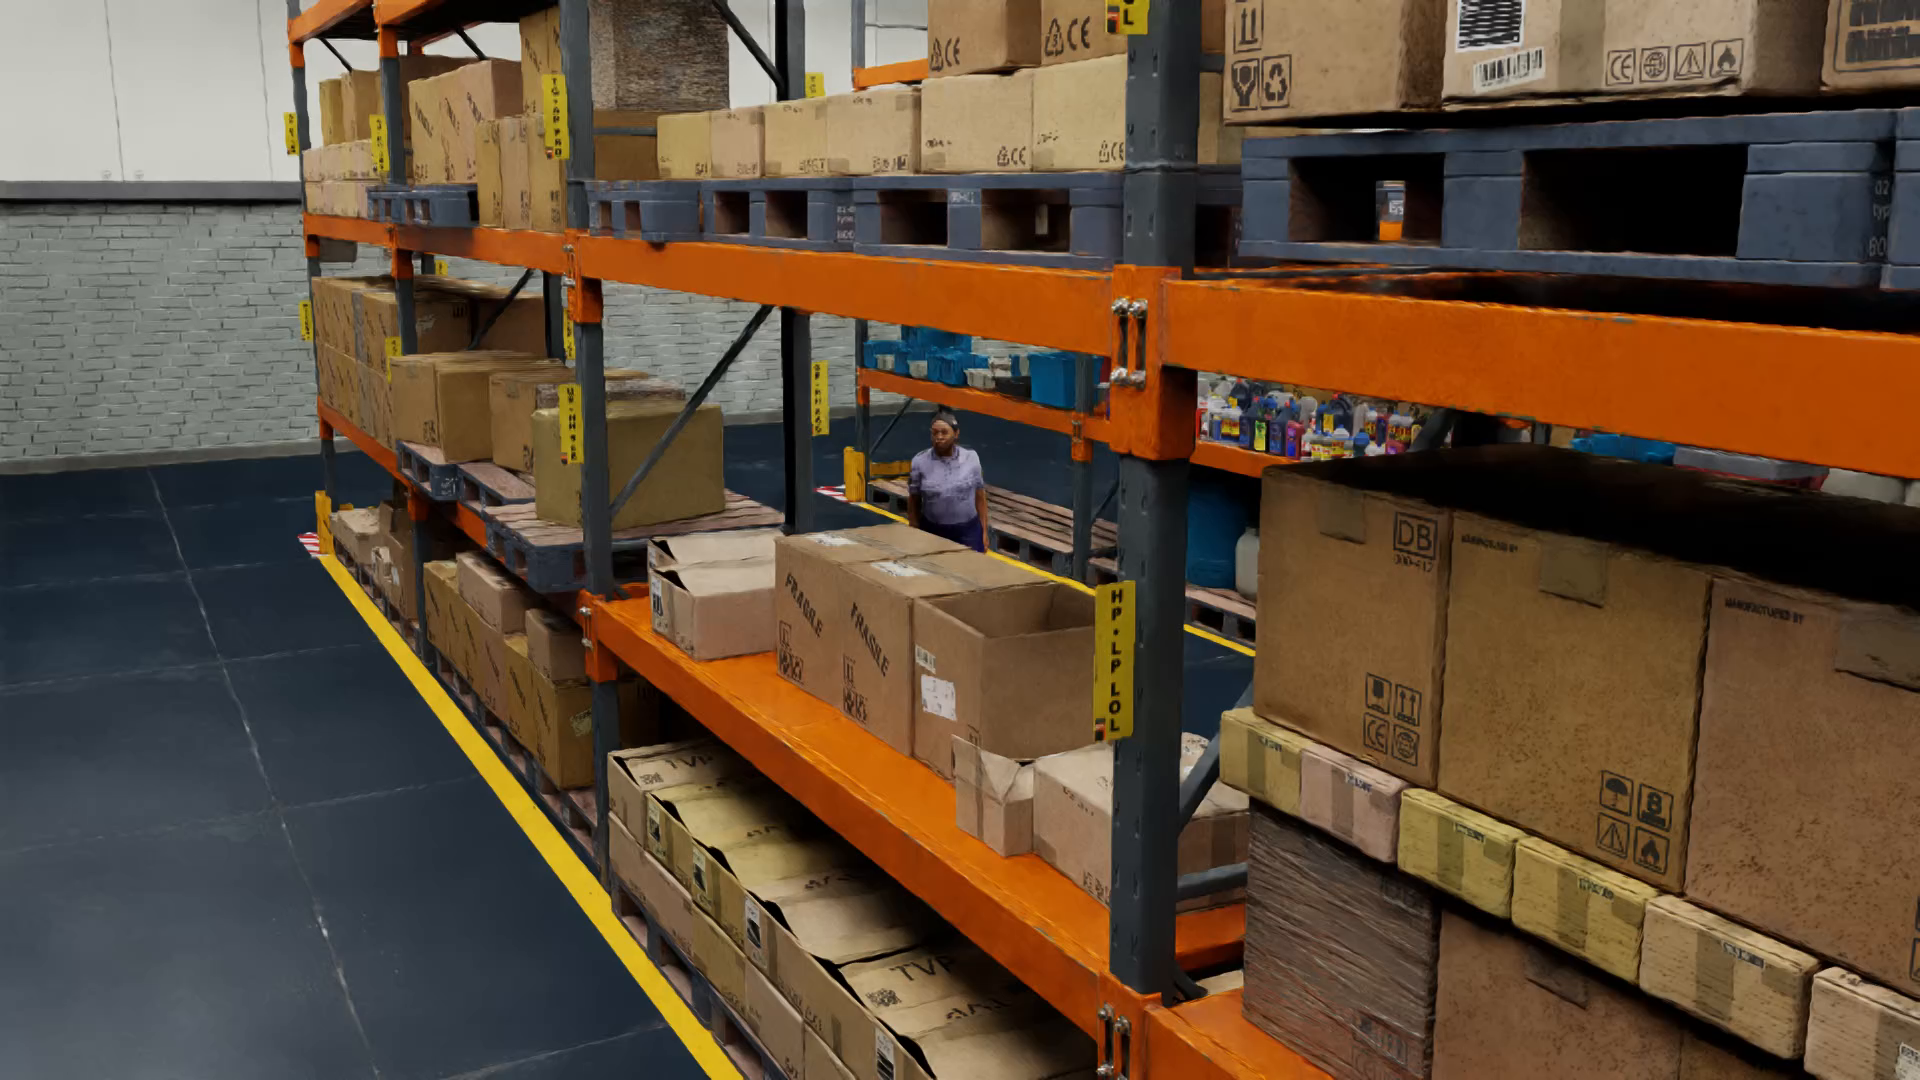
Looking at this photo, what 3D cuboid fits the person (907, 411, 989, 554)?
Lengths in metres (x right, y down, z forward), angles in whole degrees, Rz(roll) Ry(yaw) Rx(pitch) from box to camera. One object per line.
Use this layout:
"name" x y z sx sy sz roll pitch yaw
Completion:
"person" -0.074 -0.001 10.429 0.509 1.636 0.486 0 12 1
